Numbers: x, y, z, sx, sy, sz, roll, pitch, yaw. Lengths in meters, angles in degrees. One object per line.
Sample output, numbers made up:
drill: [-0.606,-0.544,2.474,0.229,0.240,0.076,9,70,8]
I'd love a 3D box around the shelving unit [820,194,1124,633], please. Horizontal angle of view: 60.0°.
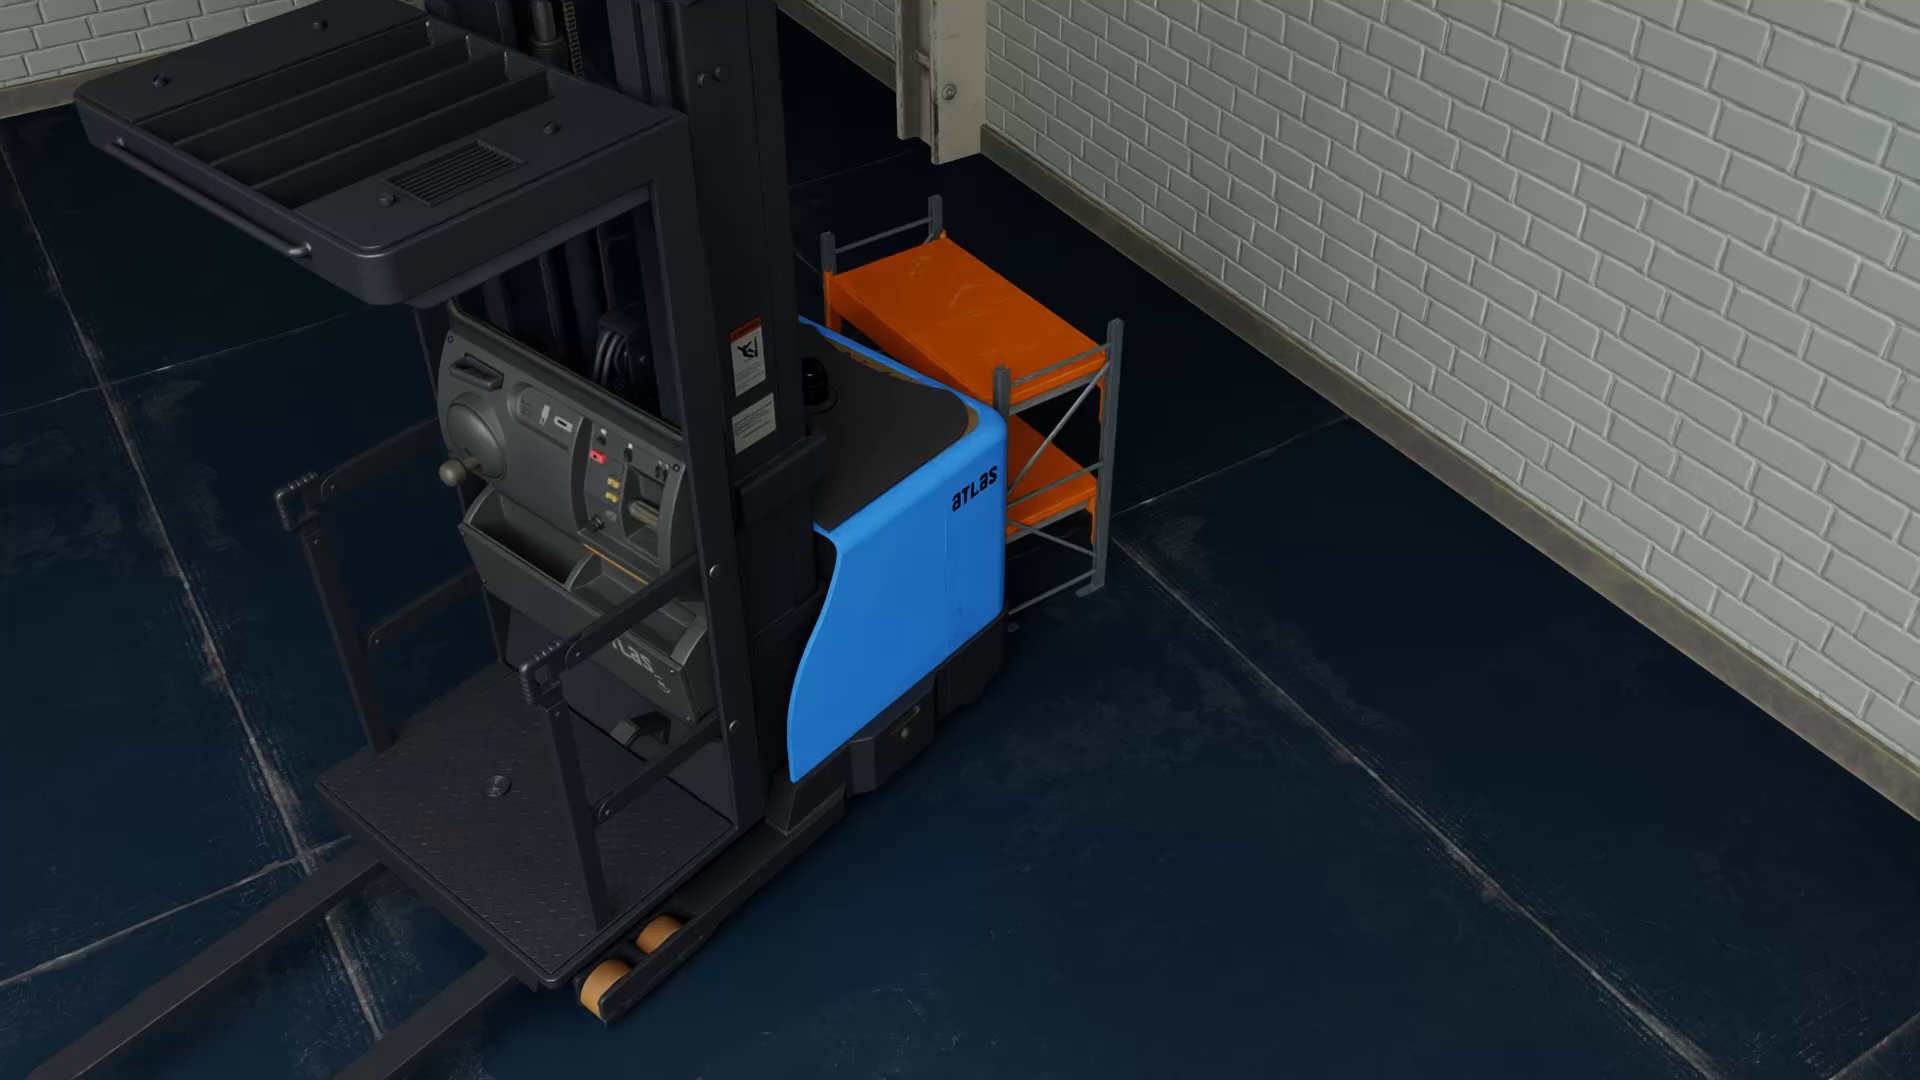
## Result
shelving unit: [0.020,-0.448,5.909,0.538,1.125,1.048,-25,46,-26]

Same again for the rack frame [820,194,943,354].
rack frame: [-0.275,-0.713,6.227,0.500,1.125,0.032,-25,46,-26]

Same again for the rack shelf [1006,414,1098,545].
rack shelf: [0.020,-0.260,6.065,0.538,0.278,1.000,-25,46,-26]

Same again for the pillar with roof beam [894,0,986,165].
pillar with roof beam: [-3.730,-4.065,4.099,9.100,9.000,0.400,-22,45,-24]

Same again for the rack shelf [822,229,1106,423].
rack shelf: [0.020,-0.673,5.722,0.538,0.278,1.000,-25,46,-26]

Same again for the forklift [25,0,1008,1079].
forklift: [-1.171,-0.157,4.148,1.130,2.935,3.031,28,47,30]

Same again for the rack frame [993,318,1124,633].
rack frame: [0.315,-0.183,5.591,0.500,1.125,0.032,-25,46,-26]
